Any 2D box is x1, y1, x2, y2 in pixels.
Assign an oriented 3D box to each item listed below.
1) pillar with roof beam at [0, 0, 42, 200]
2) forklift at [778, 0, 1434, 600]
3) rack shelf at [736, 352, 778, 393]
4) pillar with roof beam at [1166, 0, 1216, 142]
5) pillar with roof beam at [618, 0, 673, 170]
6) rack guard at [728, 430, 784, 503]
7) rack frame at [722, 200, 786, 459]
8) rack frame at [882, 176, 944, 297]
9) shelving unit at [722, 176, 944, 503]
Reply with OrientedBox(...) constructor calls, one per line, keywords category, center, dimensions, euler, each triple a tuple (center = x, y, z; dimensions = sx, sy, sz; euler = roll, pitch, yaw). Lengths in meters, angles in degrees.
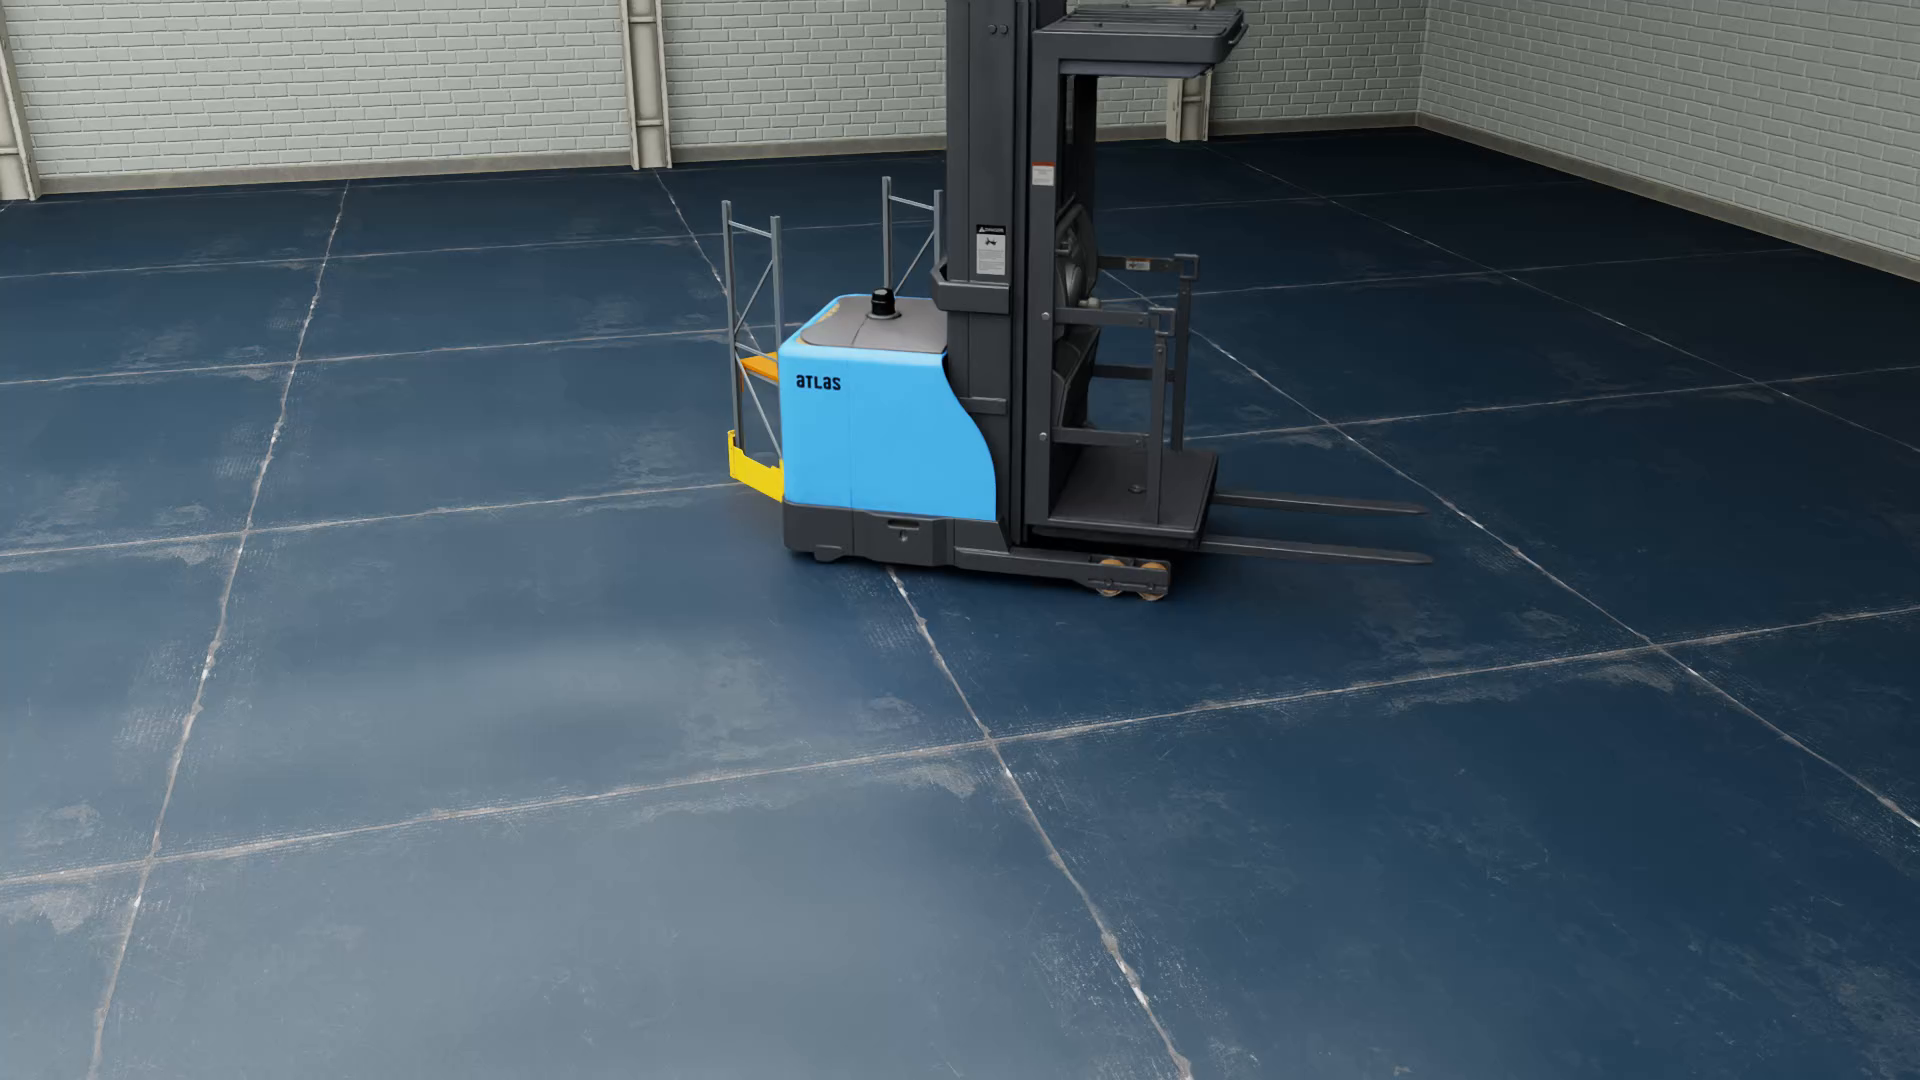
OrientedBox(category="pillar with roof beam", center=(-7.828, -5.761, 10.264), dimensions=(0.400, 9.000, 9.100), euler=(-6, 24, -14))
OrientedBox(category="forklift", center=(0.721, -1.303, 7.571), dimensions=(3.031, 2.935, 1.130), euler=(5, 24, 12))
OrientedBox(category="rack shelf", center=(-0.651, -0.924, 8.957), dimensions=(1.000, 0.185, 0.538), euler=(-18, 29, -35))
OrientedBox(category="pillar with roof beam", center=(3.726, -7.039, 13.242), dimensions=(0.400, 9.000, 9.100), euler=(-6, 24, -14))
OrientedBox(category="pillar with roof beam", center=(-2.051, -6.400, 11.753), dimensions=(0.400, 9.000, 9.100), euler=(-6, 24, -14))
OrientedBox(category="rack guard", center=(-1.045, -0.389, 8.840), dimensions=(0.087, 0.250, 0.587), euler=(-18, 29, -35))
OrientedBox(category="rack frame", center=(-1.046, -0.963, 8.592), dimensions=(0.032, 1.500, 0.500), euler=(-18, 29, -35))
OrientedBox(category="rack frame", center=(-0.255, -1.215, 9.180), dimensions=(0.032, 1.500, 0.500), euler=(-18, 29, -35))
OrientedBox(category="shelving unit", center=(-0.658, -1.087, 8.881), dimensions=(1.083, 1.500, 0.587), euler=(-18, 29, -35))
